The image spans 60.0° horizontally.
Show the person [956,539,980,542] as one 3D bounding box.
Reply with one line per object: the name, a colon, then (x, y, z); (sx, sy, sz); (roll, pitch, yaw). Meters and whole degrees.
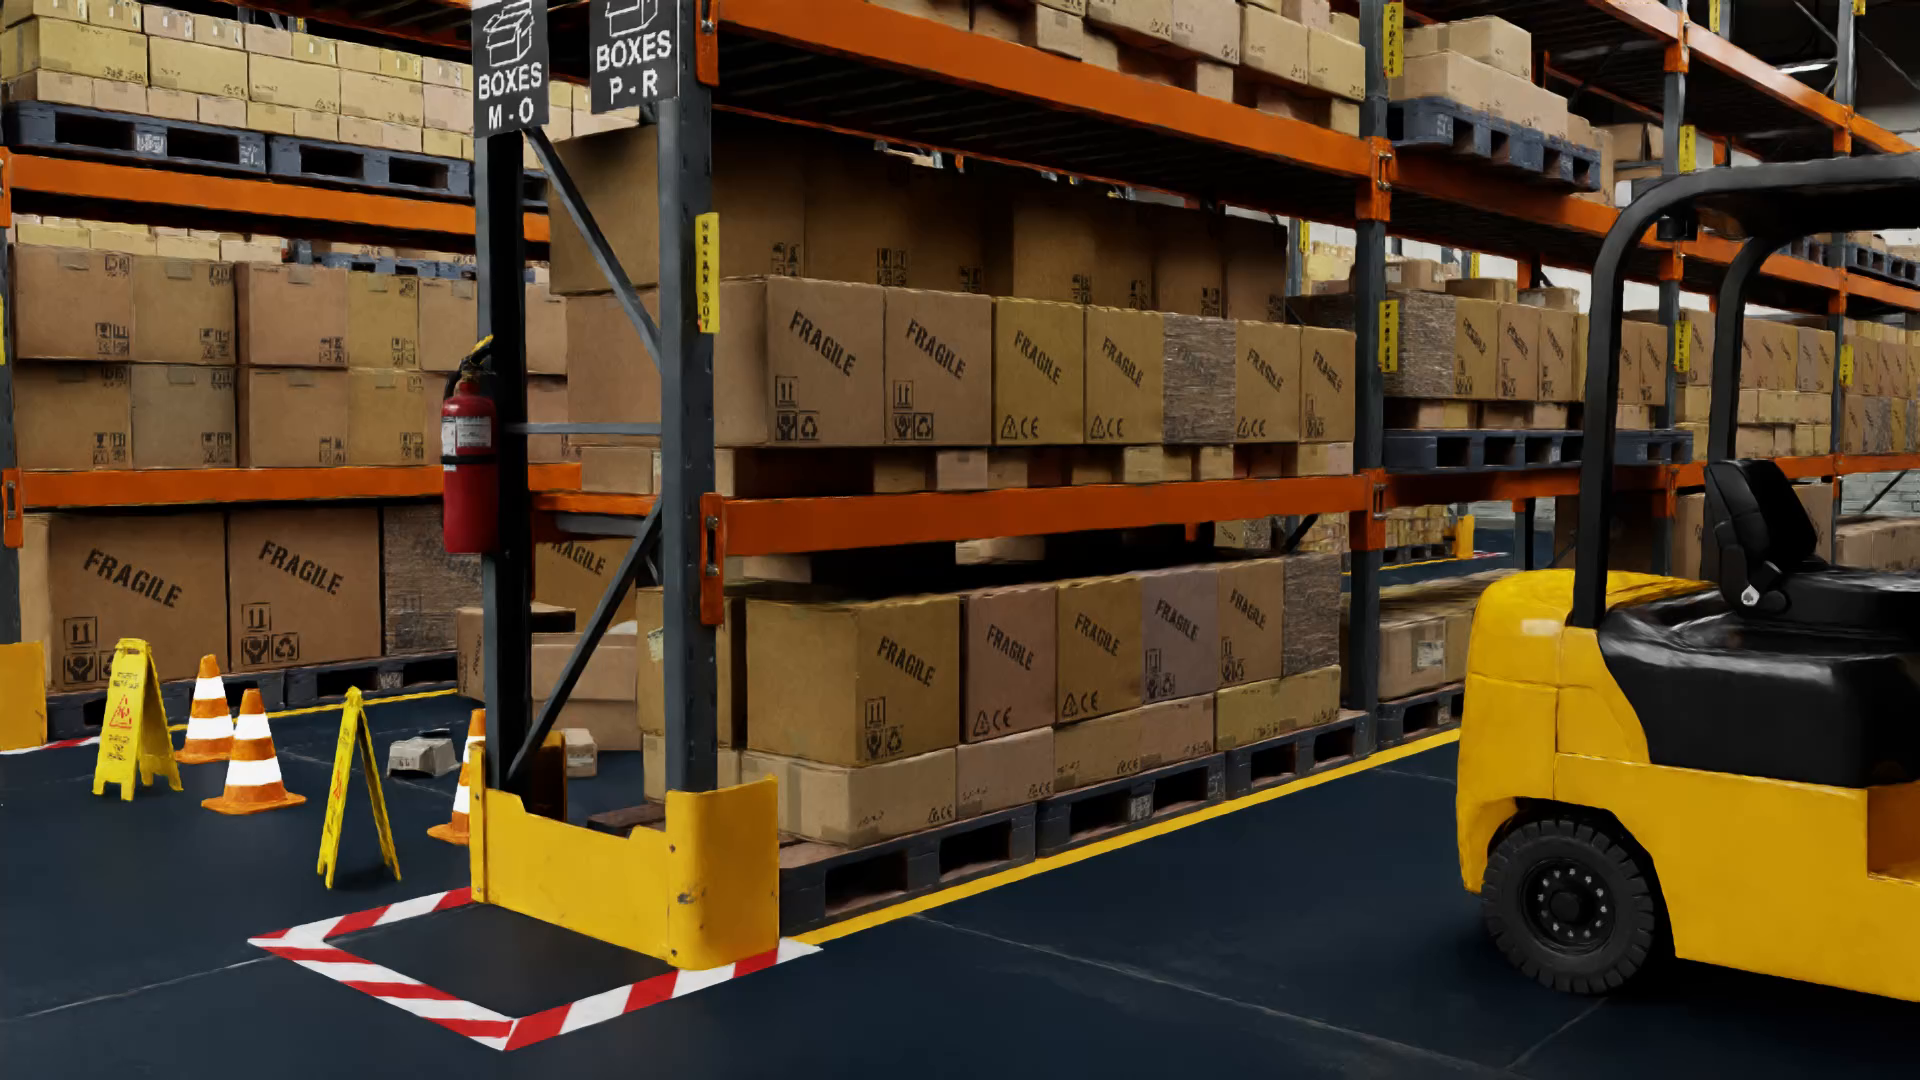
person: (-0.031, -0.052, 11.576); (0.508, 1.586, 0.390); (-1, 4, -15)
